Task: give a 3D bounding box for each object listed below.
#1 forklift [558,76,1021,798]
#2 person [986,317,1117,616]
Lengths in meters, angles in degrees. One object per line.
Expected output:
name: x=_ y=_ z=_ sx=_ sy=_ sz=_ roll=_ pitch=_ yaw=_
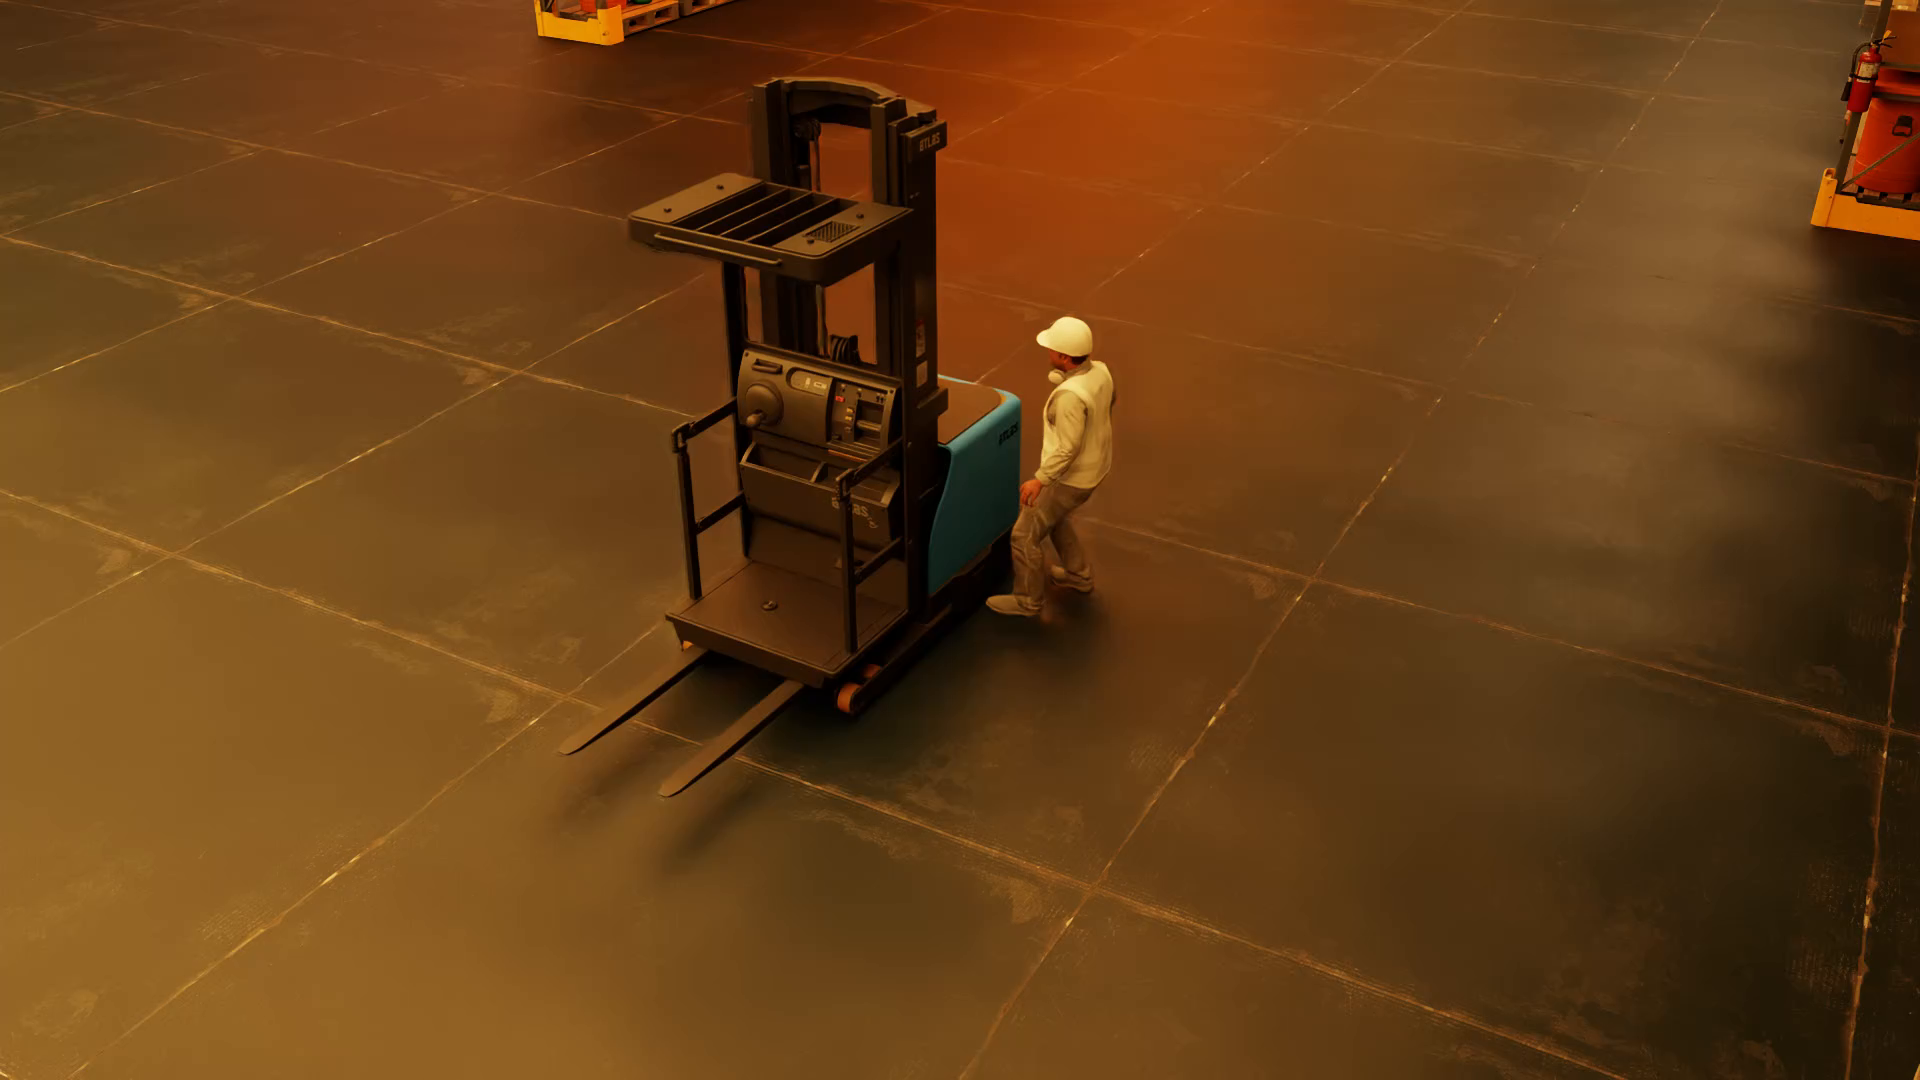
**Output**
forklift: x=-0.832 y=-0.644 z=8.187 sx=1.130 sy=2.935 sz=3.031 roll=17 pitch=34 yaw=26
person: x=0.520 y=-0.414 z=9.027 sx=0.577 sy=1.735 sz=0.873 roll=14 pitch=33 yaw=22
